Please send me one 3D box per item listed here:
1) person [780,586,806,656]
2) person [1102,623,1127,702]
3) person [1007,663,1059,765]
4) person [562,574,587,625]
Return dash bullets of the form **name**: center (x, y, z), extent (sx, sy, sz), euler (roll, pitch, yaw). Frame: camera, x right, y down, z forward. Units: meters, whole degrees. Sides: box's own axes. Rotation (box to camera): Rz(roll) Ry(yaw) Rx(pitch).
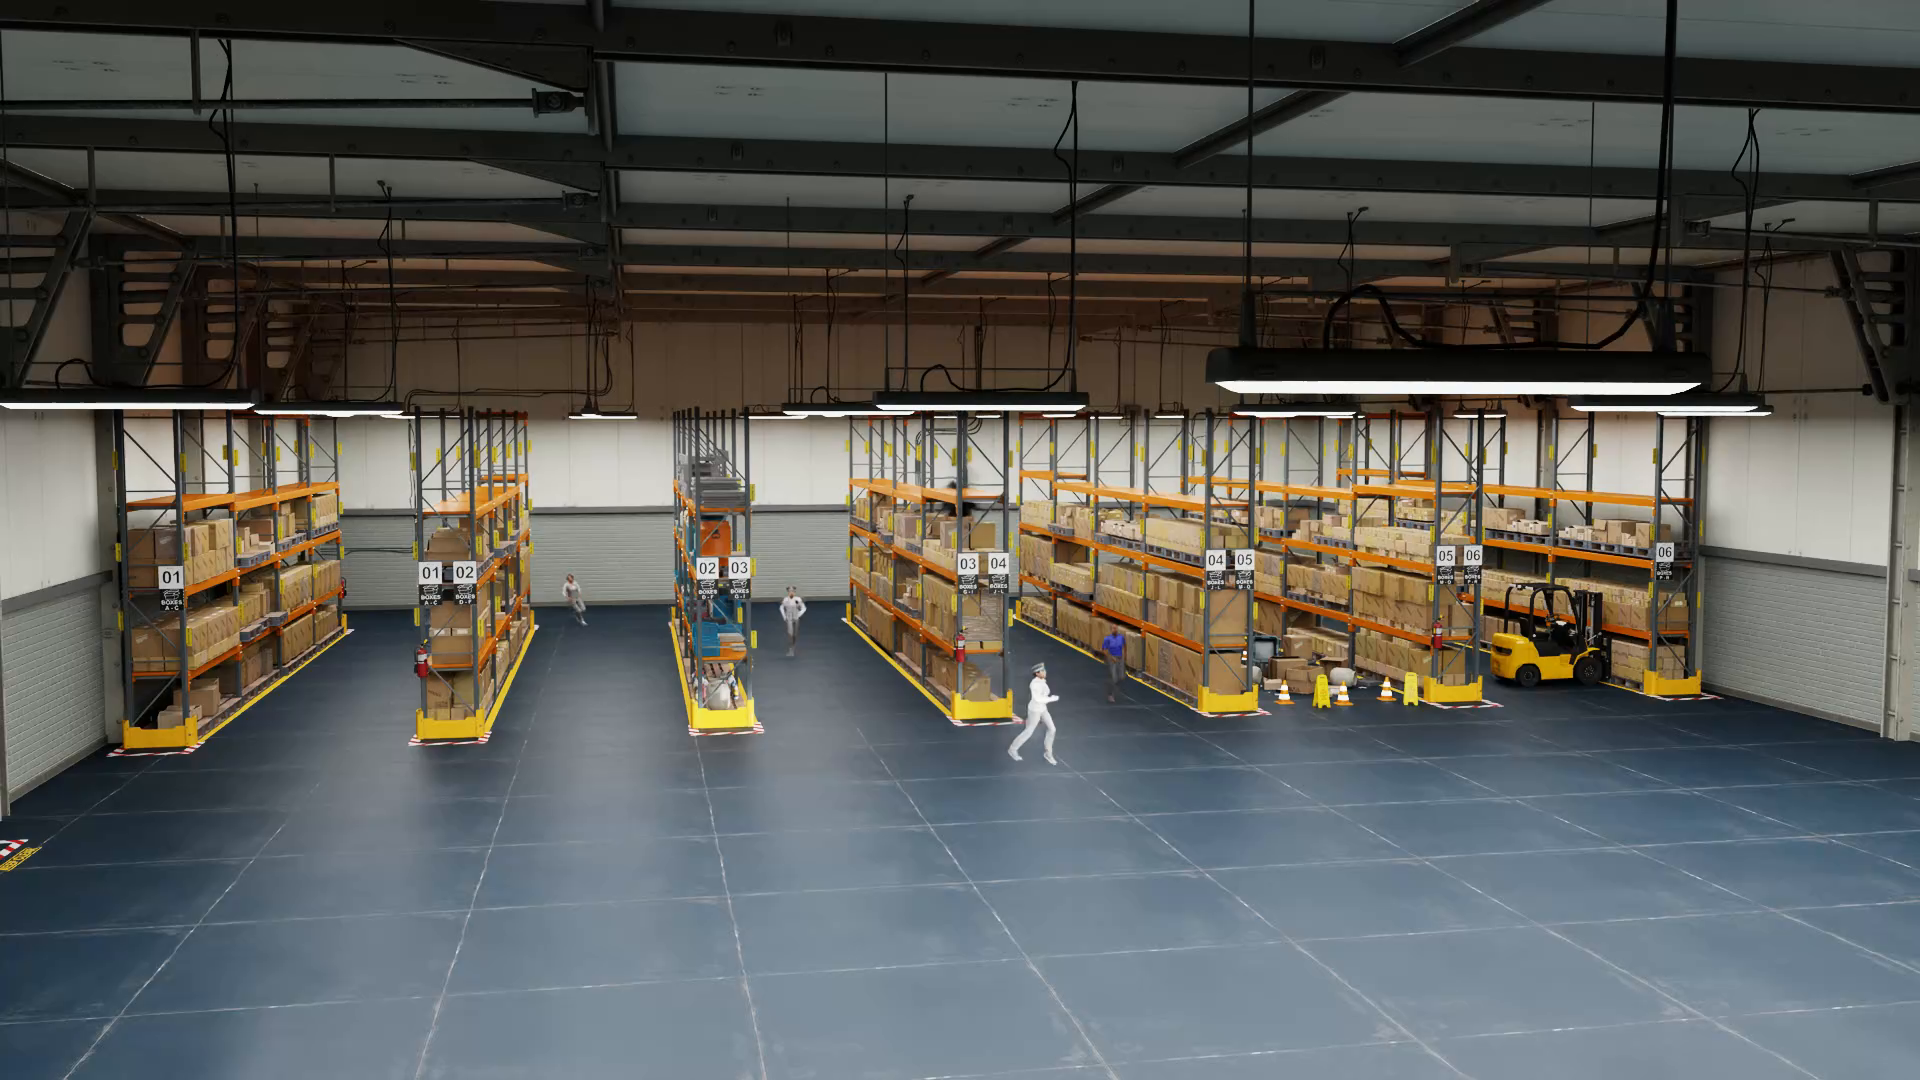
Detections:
- **person**: center (-4.115, 1.979, 40.971), extent (0.635, 1.734, 0.747), euler (-1, 4, -9)
- **person**: center (3.188, 2.506, 34.077), extent (0.597, 1.622, 0.621), euler (-1, 4, -17)
- **person**: center (1.257, 2.901, 27.849), extent (0.878, 1.740, 0.622), euler (2, 4, 23)
- **person**: center (-10.797, 1.684, 46.594), extent (0.483, 1.464, 0.660), euler (4, 6, 45)
